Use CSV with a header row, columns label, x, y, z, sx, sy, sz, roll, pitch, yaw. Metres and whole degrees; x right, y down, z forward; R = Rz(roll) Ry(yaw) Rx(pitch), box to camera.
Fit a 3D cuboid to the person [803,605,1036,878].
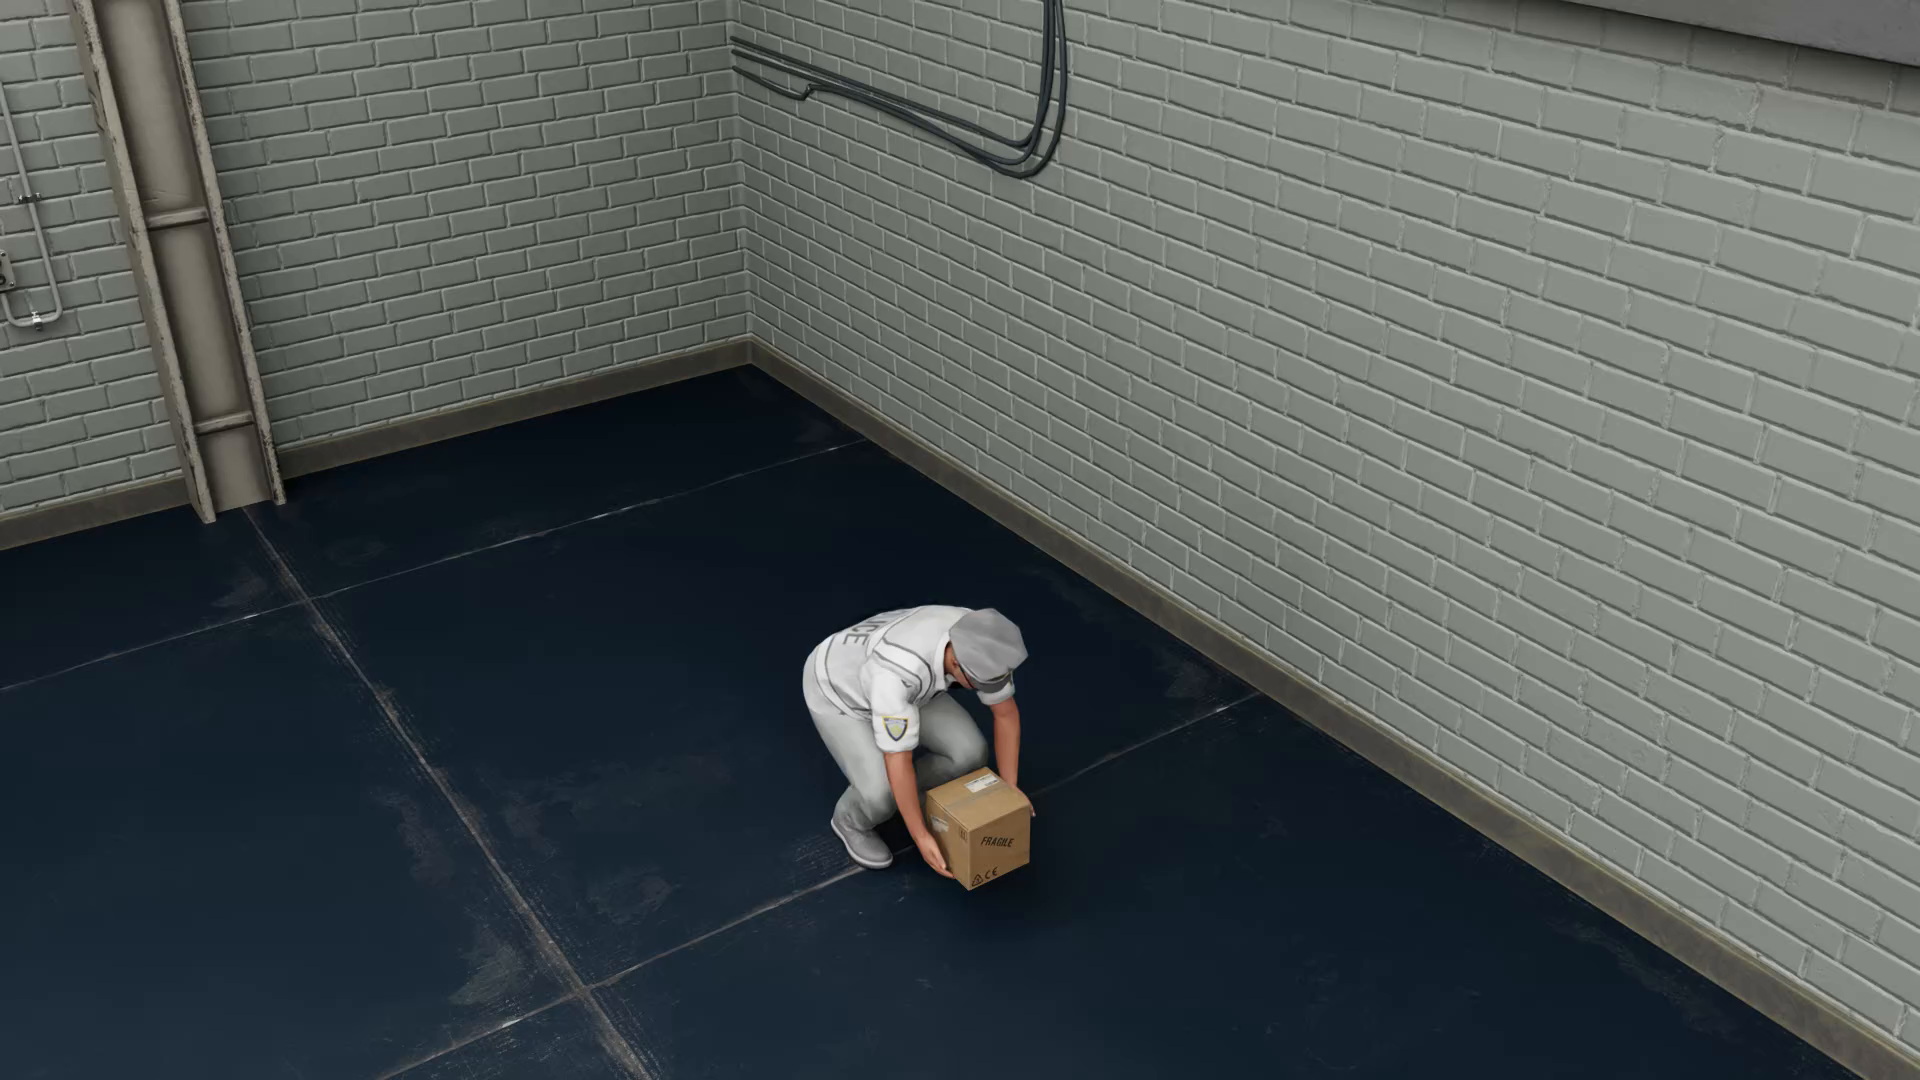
label,x,y,z,sx,sy,sz,roll,pitch,yaw
person,-0.140,0.615,5.689,0.573,1.082,0.917,-19,34,-31
